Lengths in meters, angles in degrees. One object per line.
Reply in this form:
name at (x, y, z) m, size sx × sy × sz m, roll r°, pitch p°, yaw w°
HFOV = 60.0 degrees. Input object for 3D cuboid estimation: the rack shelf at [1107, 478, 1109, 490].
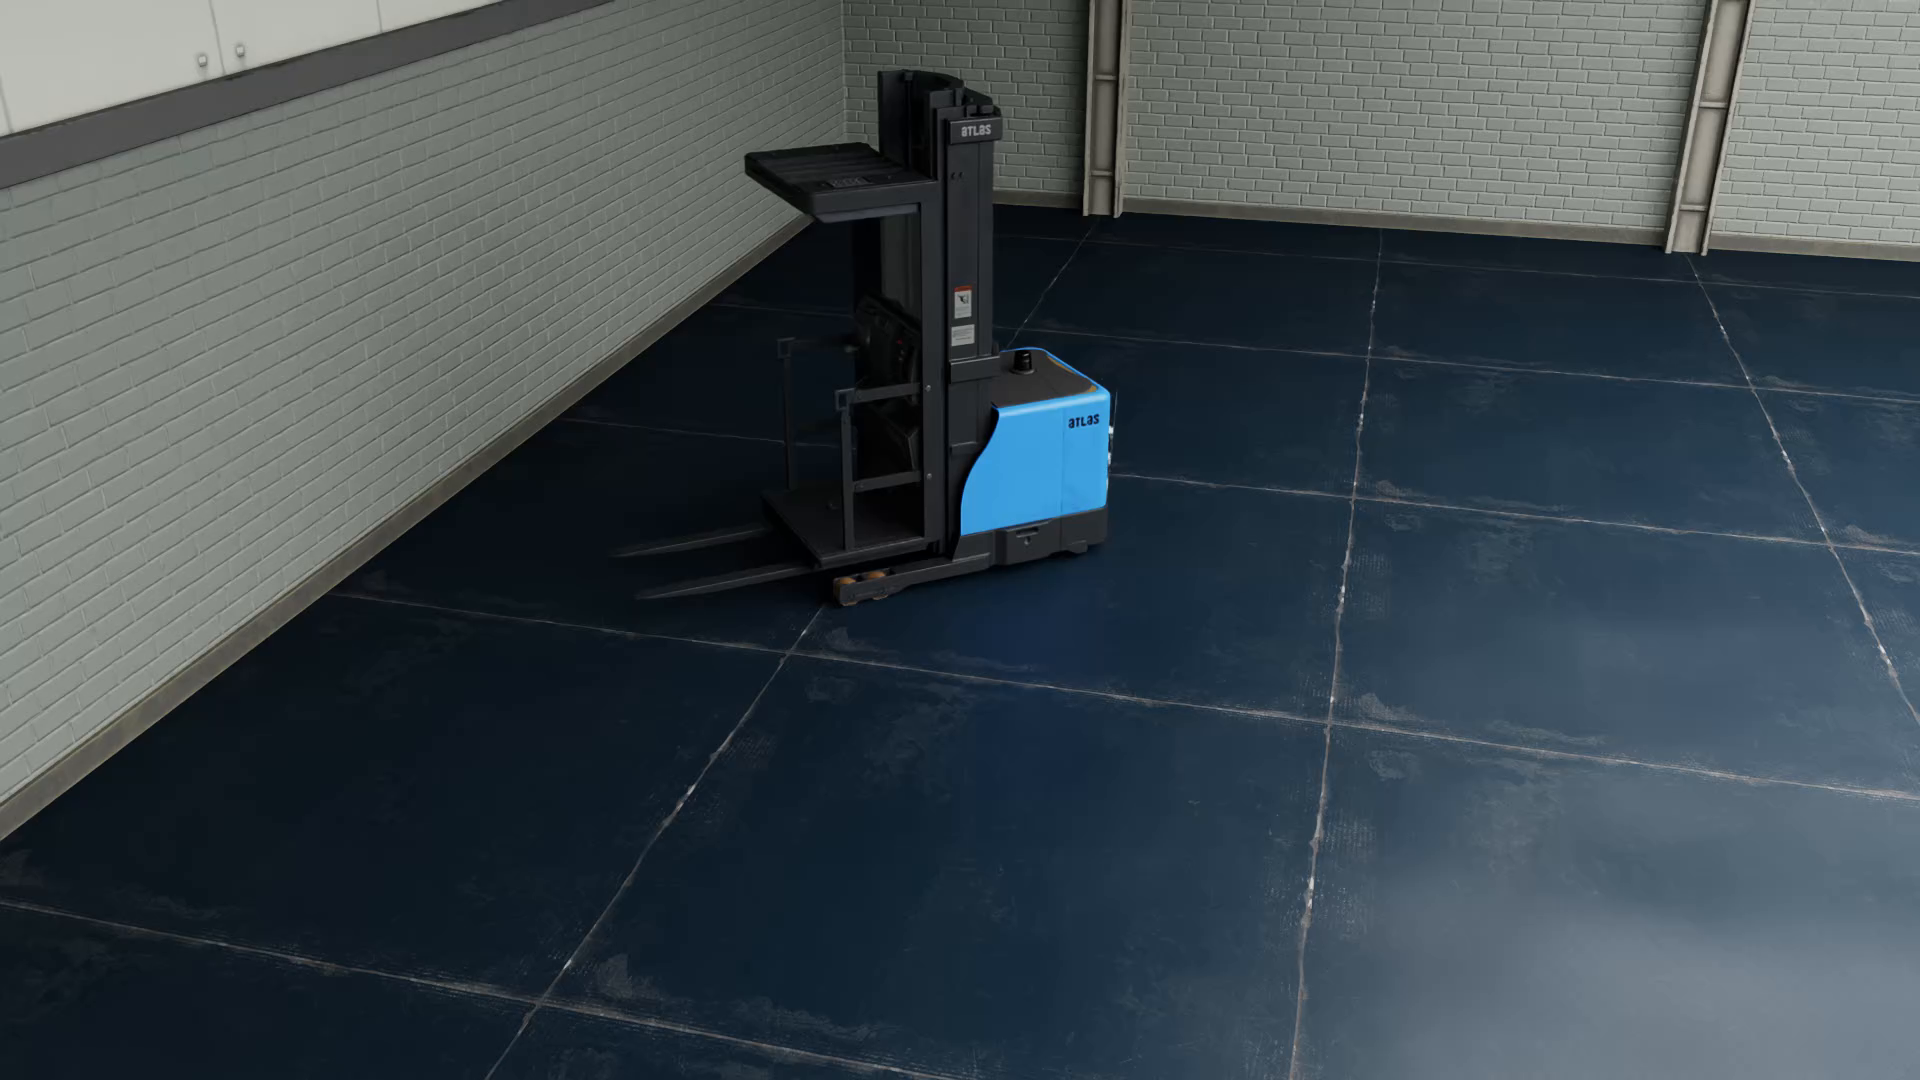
rack shelf at (0.839, -0.403, 11.033) m, size 0.200 × 0.077 × 0.258 m, roll -7°, pitch 26°, yaw -22°

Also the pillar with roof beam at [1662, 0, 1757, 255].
pillar with roof beam at (6.310, -5.228, 11.262) m, size 0.400 × 9.000 × 9.100 m, roll 6°, pitch 26°, yaw 13°

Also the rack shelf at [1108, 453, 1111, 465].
rack shelf at (0.848, -0.567, 10.959) m, size 0.200 × 0.077 × 0.258 m, roll -7°, pitch 26°, yaw -22°

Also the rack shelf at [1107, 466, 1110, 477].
rack shelf at (0.843, -0.485, 10.996) m, size 0.200 × 0.077 × 0.258 m, roll -7°, pitch 26°, yaw -22°

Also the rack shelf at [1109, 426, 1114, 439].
rack shelf at (0.856, -0.731, 10.885) m, size 0.200 × 0.077 × 0.258 m, roll -7°, pitch 26°, yaw -22°

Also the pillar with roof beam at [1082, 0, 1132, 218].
pillar with roof beam at (0.499, -5.870, 12.611) m, size 0.400 × 9.000 × 9.100 m, roll 6°, pitch 26°, yaw 13°

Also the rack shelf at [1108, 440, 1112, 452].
rack shelf at (0.852, -0.649, 10.922) m, size 0.200 × 0.077 × 0.258 m, roll -7°, pitch 26°, yaw -22°

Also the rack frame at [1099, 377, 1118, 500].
rack frame at (0.943, -0.609, 10.983) m, size 0.006 × 0.900 × 0.240 m, roll -7°, pitch 26°, yaw -22°

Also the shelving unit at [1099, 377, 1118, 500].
shelving unit at (0.849, -0.597, 10.945) m, size 0.210 × 0.900 × 0.258 m, roll -7°, pitch 26°, yaw -22°

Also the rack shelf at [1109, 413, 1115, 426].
rack shelf at (0.861, -0.813, 10.848) m, size 0.200 × 0.077 × 0.258 m, roll -7°, pitch 26°, yaw -22°

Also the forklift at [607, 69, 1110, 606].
forklift at (-0.622, -1.187, 9.833) m, size 3.031 × 2.935 × 1.130 m, roll -11°, pitch 28°, yaw -22°
